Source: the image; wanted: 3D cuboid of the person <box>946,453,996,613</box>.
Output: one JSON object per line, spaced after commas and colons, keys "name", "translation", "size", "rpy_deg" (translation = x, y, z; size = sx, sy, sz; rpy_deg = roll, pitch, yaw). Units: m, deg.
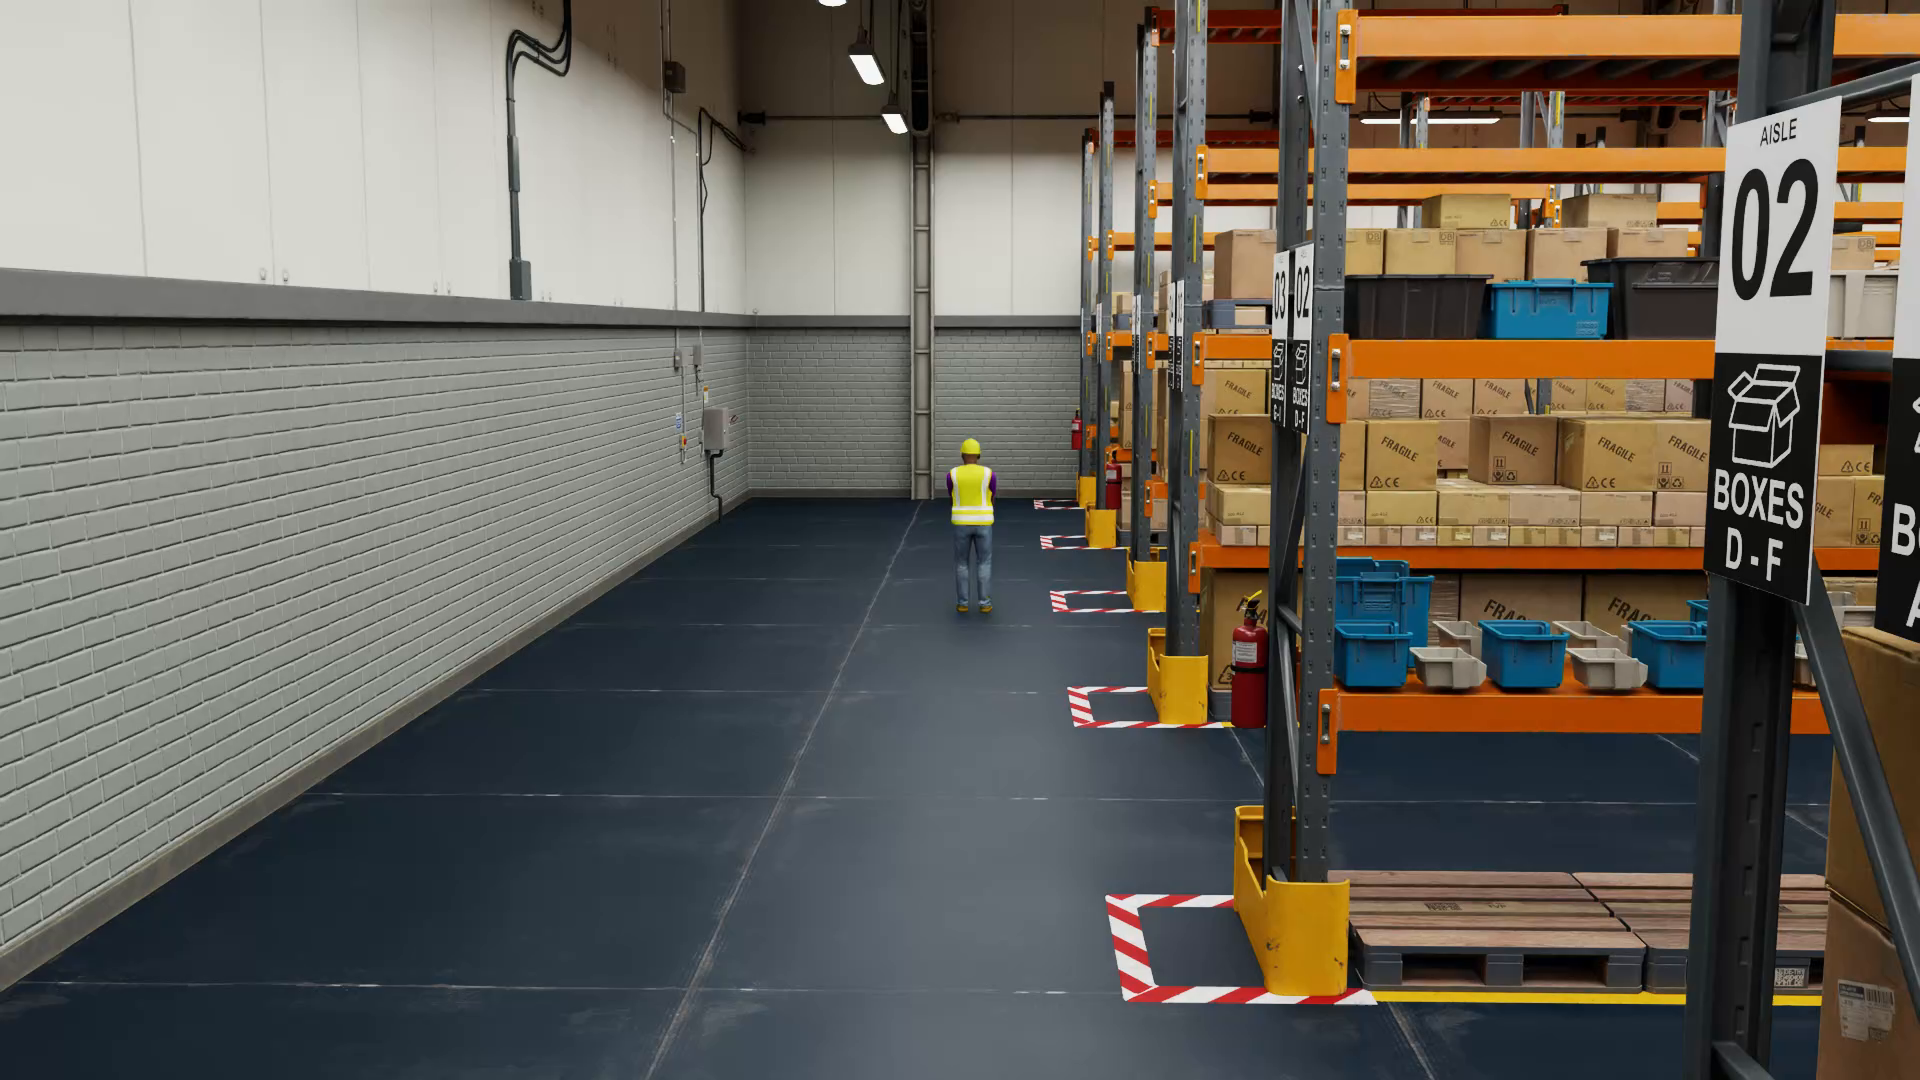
{"name": "person", "translation": [0.117, -0.143, 16.967], "size": [0.505, 1.726, 0.555], "rpy_deg": [0, 7, 1]}
